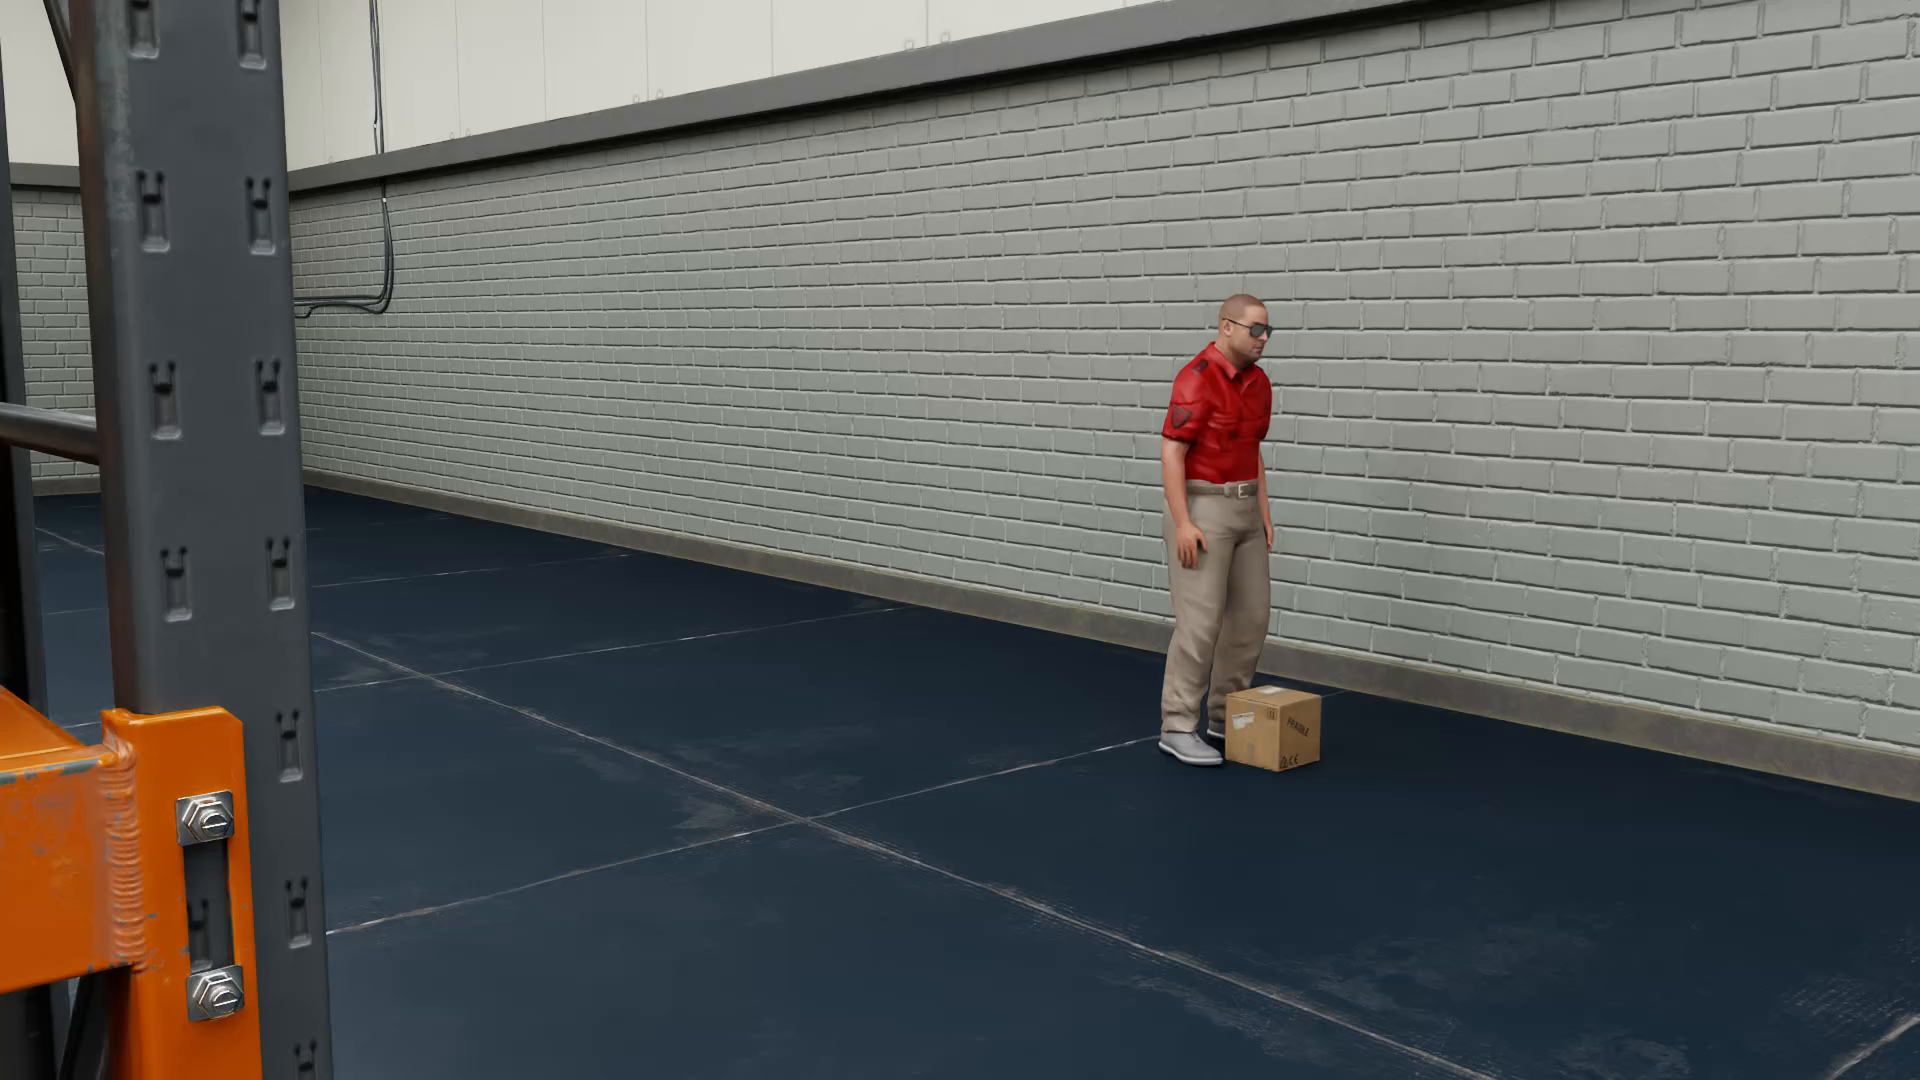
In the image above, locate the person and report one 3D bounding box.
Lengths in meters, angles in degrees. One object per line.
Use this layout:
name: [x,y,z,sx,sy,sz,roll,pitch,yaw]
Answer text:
person: [0.991,-0.058,6.286,0.584,1.725,0.393,-7,10,-43]
